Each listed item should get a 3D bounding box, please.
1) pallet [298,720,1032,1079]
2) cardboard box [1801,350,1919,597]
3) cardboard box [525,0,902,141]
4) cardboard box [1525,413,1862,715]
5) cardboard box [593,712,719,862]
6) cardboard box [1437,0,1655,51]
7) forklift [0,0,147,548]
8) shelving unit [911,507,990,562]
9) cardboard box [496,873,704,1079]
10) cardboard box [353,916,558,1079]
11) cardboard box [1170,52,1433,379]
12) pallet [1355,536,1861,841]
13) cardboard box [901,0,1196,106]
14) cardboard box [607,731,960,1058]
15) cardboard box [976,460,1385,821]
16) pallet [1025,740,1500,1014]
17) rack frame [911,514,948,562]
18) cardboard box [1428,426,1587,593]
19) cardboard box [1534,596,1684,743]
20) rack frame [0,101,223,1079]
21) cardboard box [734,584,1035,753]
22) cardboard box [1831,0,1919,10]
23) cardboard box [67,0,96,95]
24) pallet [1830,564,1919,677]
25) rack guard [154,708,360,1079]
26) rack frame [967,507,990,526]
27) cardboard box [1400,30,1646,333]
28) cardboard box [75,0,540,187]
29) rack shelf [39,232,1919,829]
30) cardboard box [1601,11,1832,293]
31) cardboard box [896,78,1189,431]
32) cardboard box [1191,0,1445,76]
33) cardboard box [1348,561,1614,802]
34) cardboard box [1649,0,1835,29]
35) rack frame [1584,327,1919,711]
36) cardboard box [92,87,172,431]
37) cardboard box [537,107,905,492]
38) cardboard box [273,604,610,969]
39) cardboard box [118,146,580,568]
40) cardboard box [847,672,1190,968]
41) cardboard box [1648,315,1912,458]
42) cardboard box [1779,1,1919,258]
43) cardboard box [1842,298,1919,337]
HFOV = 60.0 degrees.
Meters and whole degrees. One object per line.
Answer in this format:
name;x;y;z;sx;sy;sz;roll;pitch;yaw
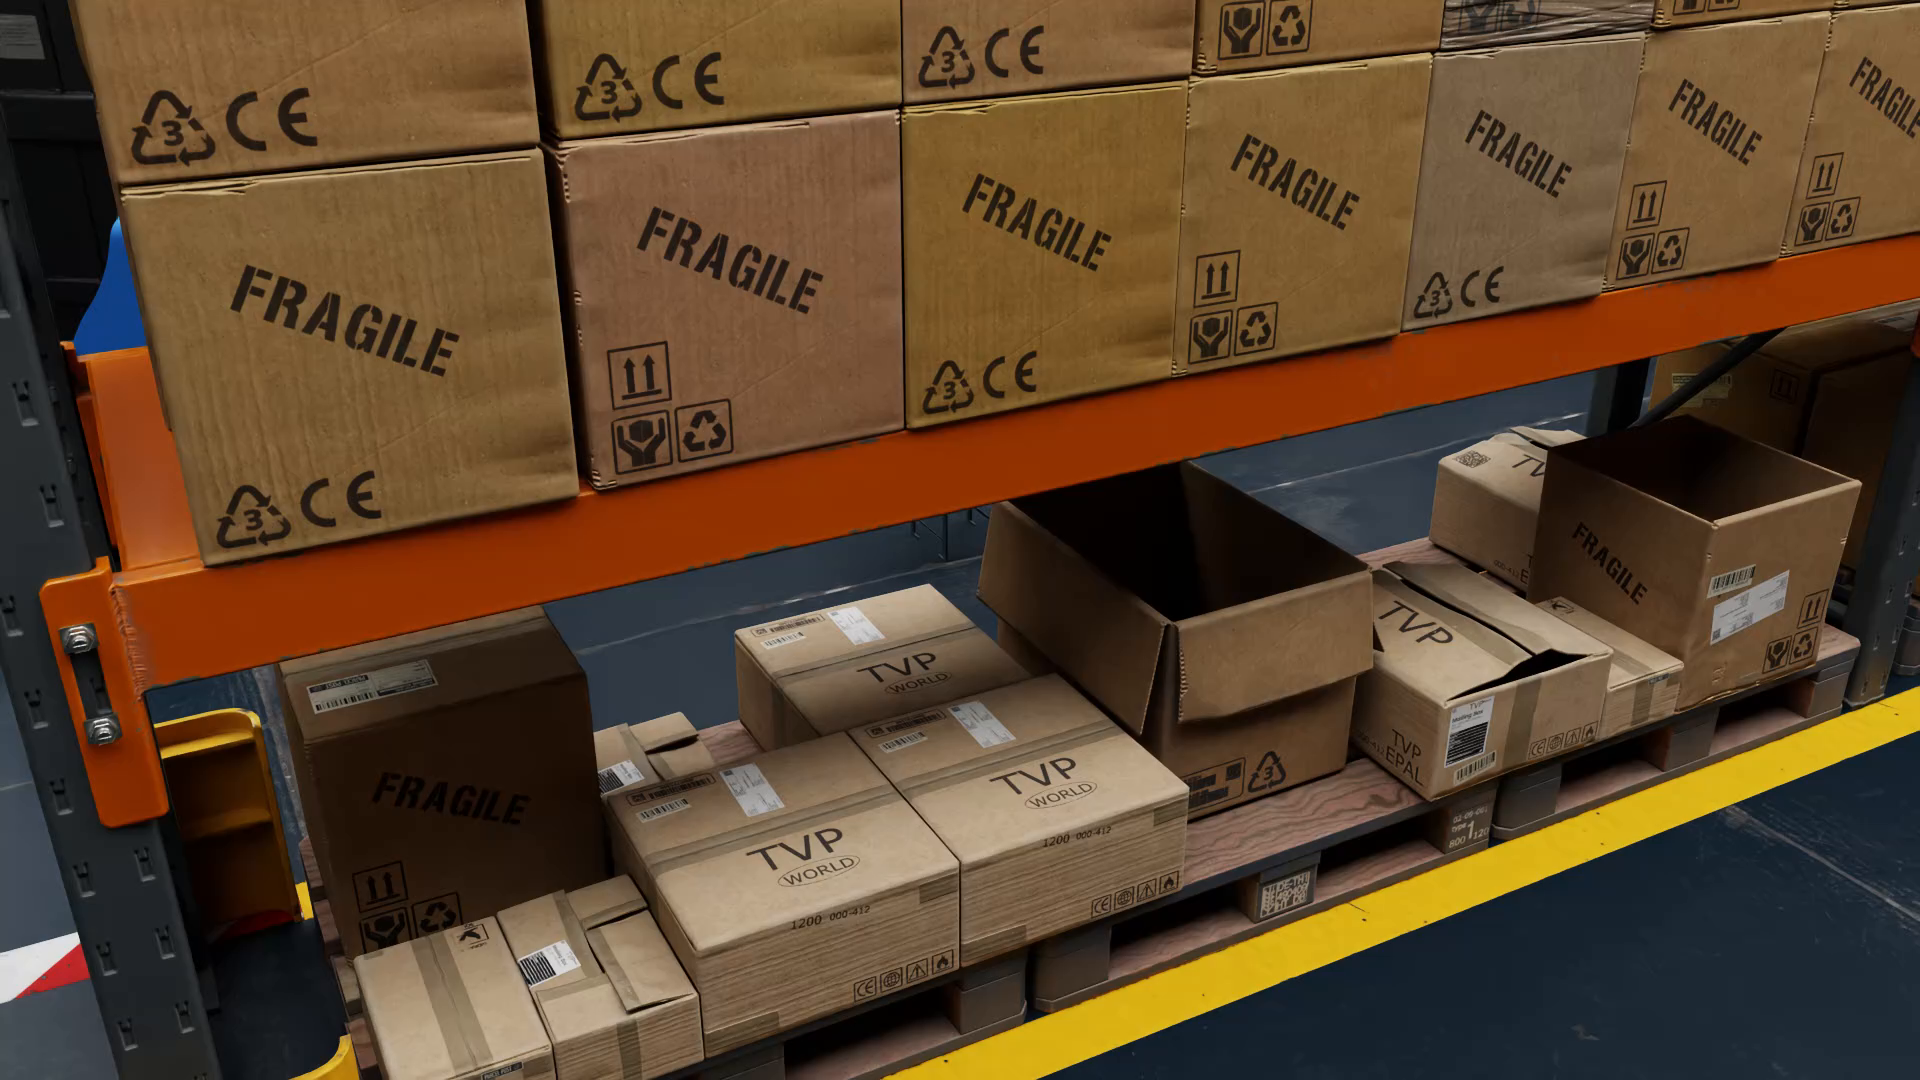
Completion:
pallet;-0.620;0.783;3.375;1.213;0.211;1.003;-13;29;-25
cardboard box;2.681;-0.187;4.555;0.500;0.500;0.500;-14;29;-27
cardboard box;-0.417;-0.891;2.369;0.500;0.500;0.500;-13;28;-25
cardboard box;1.770;0.042;4.076;0.500;0.500;0.500;-13;29;-25
cardboard box;-0.626;0.530;3.445;0.250;0.166;0.380;-13;29;-25
cardboard box;0.920;-1.197;3.006;0.500;0.500;0.500;-13;28;-25
forklift;-3.008;-1.497;4.981;3.031;2.935;1.130;3;26;6
shelving unit;-0.007;-0.404;5.052;0.210;0.900;0.258;-13;29;-25
cardboard box;-0.638;0.778;2.929;0.250;0.166;0.380;-13;29;-25
cardboard box;-0.859;0.837;2.827;0.250;0.149;0.380;-13;29;-25
cardboard box;0.464;-0.640;3.002;0.500;0.500;0.500;-13;28;-24
pallet;1.533;0.286;4.410;1.213;0.211;1.003;-13;29;-25
cardboard box;0.027;-0.991;2.577;0.500;0.500;0.500;-13;28;-24
cardboard box;-0.336;0.641;3.118;0.500;0.250;0.500;-13;29;-25
cardboard box;0.484;0.201;3.741;0.637;0.503;0.797;-13;29;-25
pallet;0.455;0.536;3.889;1.213;0.211;1.003;-13;29;-25
rack frame;-0.097;-0.383;5.009;0.006;0.900;0.240;-13;29;-25
cardboard box;1.667;-0.094;4.578;0.500;0.311;0.500;-13;29;-25
cardboard box;1.468;0.300;3.945;0.250;0.149;0.380;-13;29;-25
rack frame;-1.390;-0.296;2.401;0.127;3.000;1.000;-13;29;-25
cardboard box;-0.174;0.359;3.706;0.500;0.250;0.500;-13;29;-25
cardboard box;1.815;-1.404;3.439;0.500;0.500;0.500;-13;28;-25
cardboard box;-1.127;-0.987;2.570;0.500;0.500;0.500;-13;29;-26
pallet;2.839;-0.033;5.076;1.213;0.211;1.003;-13;29;-25
rack guard;-1.323;0.816;2.974;0.348;0.500;1.175;-13;29;-25
rack frame;0.083;-0.425;5.095;0.006;0.900;0.240;-13;29;-25
cardboard box;0.913;-0.745;3.220;0.500;0.500;0.500;-12;28;-24
cardboard box;-0.874;-0.781;2.141;0.500;0.500;0.500;-12;28;-24
rack shelf;0.375;-0.379;3.405;4.000;0.370;1.077;-13;29;-25
cardboard box;1.365;-0.850;3.440;0.500;0.500;0.500;-12;28;-24
cardboard box;0.023;-0.539;2.791;0.500;0.500;0.500;-13;29;-25
cardboard box;0.475;-1.095;2.793;0.500;0.500;0.500;-13;29;-26
cardboard box;1.108;0.280;3.799;0.500;0.311;0.500;-13;29;-25
cardboard box;1.364;-1.299;3.219;0.500;0.500;0.500;-14;29;-26
rack frame;2.140;-1.111;4.097;0.127;3.000;1.000;-13;29;-25
cardboard box;-1.123;-0.536;2.785;0.500;0.500;0.500;-12;28;-24
cardboard box;-0.422;-0.438;2.580;0.500;0.500;0.500;-13;29;-26
cardboard box;-1.026;0.428;3.273;0.500;0.500;0.500;-13;29;-25
cardboard box;-0.874;-0.331;2.357;0.500;0.500;0.500;-12;28;-24
cardboard box;0.106;0.539;3.330;0.500;0.250;0.500;-13;29;-25
cardboard box;2.440;-0.392;4.980;0.500;0.500;0.500;-13;29;-25
cardboard box;1.819;-0.956;3.660;0.500;0.500;0.500;-12;28;-24
cardboard box;2.880;-0.489;5.183;0.500;0.500;0.500;-13;29;-25
